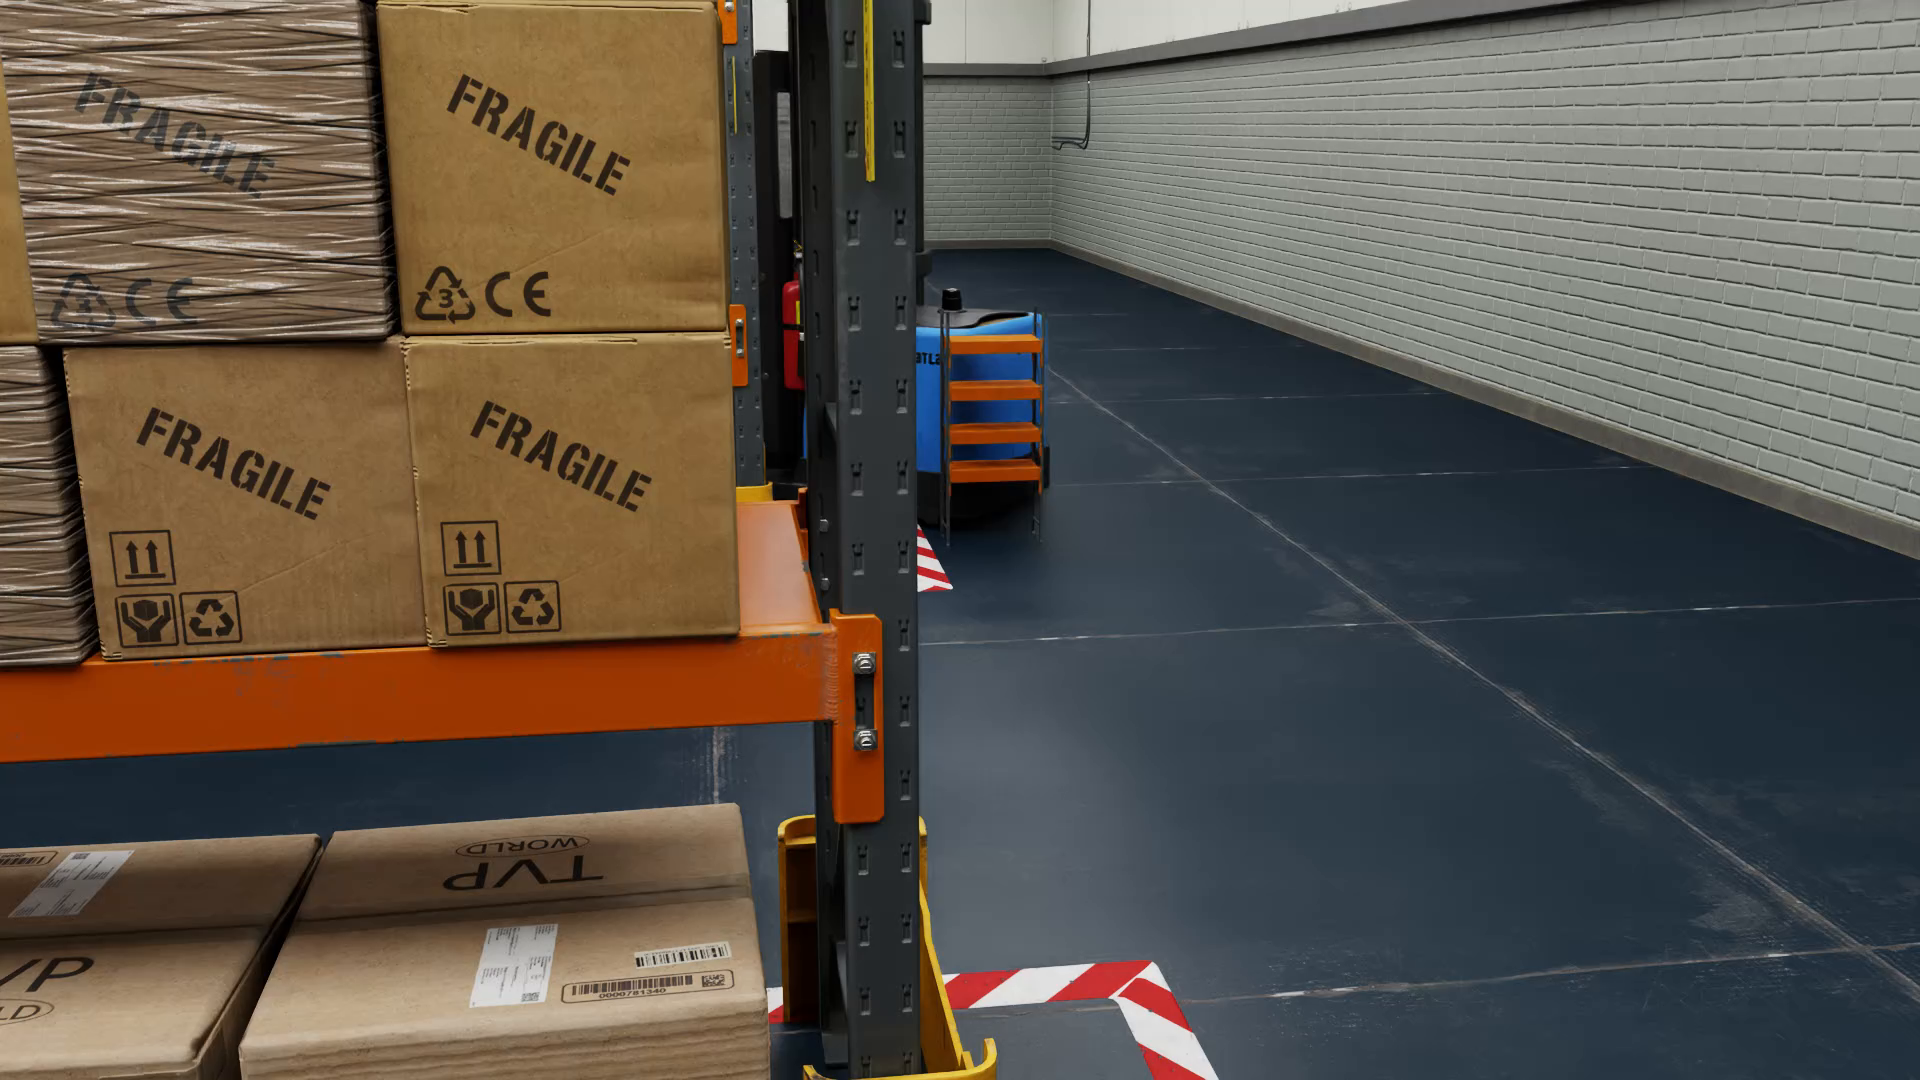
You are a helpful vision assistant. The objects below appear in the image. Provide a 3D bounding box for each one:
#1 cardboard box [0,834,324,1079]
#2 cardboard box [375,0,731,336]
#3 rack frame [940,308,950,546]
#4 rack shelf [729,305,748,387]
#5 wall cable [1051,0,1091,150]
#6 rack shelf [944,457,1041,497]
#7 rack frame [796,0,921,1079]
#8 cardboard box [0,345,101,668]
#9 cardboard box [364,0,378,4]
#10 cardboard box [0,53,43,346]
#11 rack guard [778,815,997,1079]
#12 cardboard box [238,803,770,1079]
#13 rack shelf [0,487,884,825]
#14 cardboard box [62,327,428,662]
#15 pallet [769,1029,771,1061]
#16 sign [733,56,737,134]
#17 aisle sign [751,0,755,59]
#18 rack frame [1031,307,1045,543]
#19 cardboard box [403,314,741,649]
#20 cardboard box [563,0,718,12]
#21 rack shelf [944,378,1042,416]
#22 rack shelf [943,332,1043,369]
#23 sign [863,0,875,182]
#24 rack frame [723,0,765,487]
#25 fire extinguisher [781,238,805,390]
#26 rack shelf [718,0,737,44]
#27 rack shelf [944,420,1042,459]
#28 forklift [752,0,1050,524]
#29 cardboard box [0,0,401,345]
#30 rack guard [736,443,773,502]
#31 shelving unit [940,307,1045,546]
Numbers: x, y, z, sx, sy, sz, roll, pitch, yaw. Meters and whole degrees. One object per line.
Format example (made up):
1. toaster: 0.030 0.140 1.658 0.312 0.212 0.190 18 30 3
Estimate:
1. cardboard box: -1.748 0.956 3.149 0.875 0.438 0.875 -2 14 -7
2. cardboard box: -0.648 -0.625 2.788 0.500 0.500 0.500 -2 14 -6
3. rack frame: -0.078 -0.579 8.565 0.015 1.200 0.240 -2 14 -8
4. rack shelf: -3.021 -0.932 7.752 4.000 0.370 1.077 -2 14 -8
5. wall cable: 1.750 -7.648 27.101 0.112 2.526 3.097 -2 14 -8
6. rack shelf: 0.164 -0.330 8.664 0.480 0.148 0.258 -2 14 -8
7. rack frame: -0.206 -0.167 3.220 0.127 3.000 1.000 -2 14 -8
8. cardboard box: -1.650 -0.099 2.743 0.500 0.500 0.500 -2 14 -7
9. cardboard box: -1.021 -0.909 2.586 0.250 0.149 0.380 -2 14 -9
10. cardboard box: -1.650 -0.582 2.616 0.500 0.500 0.500 -2 14 -9
11. rack guard: -0.183 1.045 3.528 0.348 0.500 1.175 -2 14 -8
12. cardboard box: -0.844 0.920 3.290 0.875 0.438 0.875 -3 14 -10
13. rack shelf: -2.184 0.255 3.019 4.000 0.370 1.077 -2 14 -8
14. cardboard box: -1.142 -0.120 2.826 0.500 0.500 0.500 -2 14 -9
15. pallet: -0.985 1.234 3.369 1.213 0.211 1.003 -2 14 -8
16. sign: -0.981 -1.934 7.239 0.005 0.325 0.100 -2 14 -8
17. aisle sign: -0.927 -2.545 7.360 0.004 0.787 0.394 -2 14 -8
18. rack frame: 0.405 -0.597 8.635 0.015 1.200 0.240 -2 14 -8
19. cardboard box: -0.644 -0.134 2.885 0.500 0.500 0.500 -2 14 -8
20. cardboard box: -0.531 -0.954 2.764 0.250 0.149 0.380 -2 14 -8
21. rack shelf: 0.164 -0.740 8.562 0.480 0.148 0.258 -2 14 -8
22. rack shelf: 0.164 -0.969 8.504 0.480 0.148 0.258 -2 14 -8
23. sign: -0.139 -0.712 2.528 0.005 0.325 0.100 -2 14 -8
24. rack frame: -1.044 -1.354 7.953 0.127 3.000 1.000 -2 14 -8
25. fire extinguisher: -0.726 -1.033 7.602 0.183 0.674 0.296 -2 14 -8
26. rack shelf: -3.021 -2.387 7.387 4.000 0.370 1.077 -2 14 -8
27. rack shelf: 0.164 -0.523 8.616 0.480 0.148 0.258 -2 14 -8
28. forklift: -1.023 -1.742 9.644 3.031 2.935 1.130 8 16 28
29. cardboard box: -1.160 -0.599 2.685 0.500 0.500 0.500 -2 14 -8
30. rack guard: -1.119 -0.139 8.247 0.348 0.500 1.175 -2 14 -8
31. shelving unit: 0.164 -0.588 8.600 0.503 1.200 0.258 -2 14 -8
